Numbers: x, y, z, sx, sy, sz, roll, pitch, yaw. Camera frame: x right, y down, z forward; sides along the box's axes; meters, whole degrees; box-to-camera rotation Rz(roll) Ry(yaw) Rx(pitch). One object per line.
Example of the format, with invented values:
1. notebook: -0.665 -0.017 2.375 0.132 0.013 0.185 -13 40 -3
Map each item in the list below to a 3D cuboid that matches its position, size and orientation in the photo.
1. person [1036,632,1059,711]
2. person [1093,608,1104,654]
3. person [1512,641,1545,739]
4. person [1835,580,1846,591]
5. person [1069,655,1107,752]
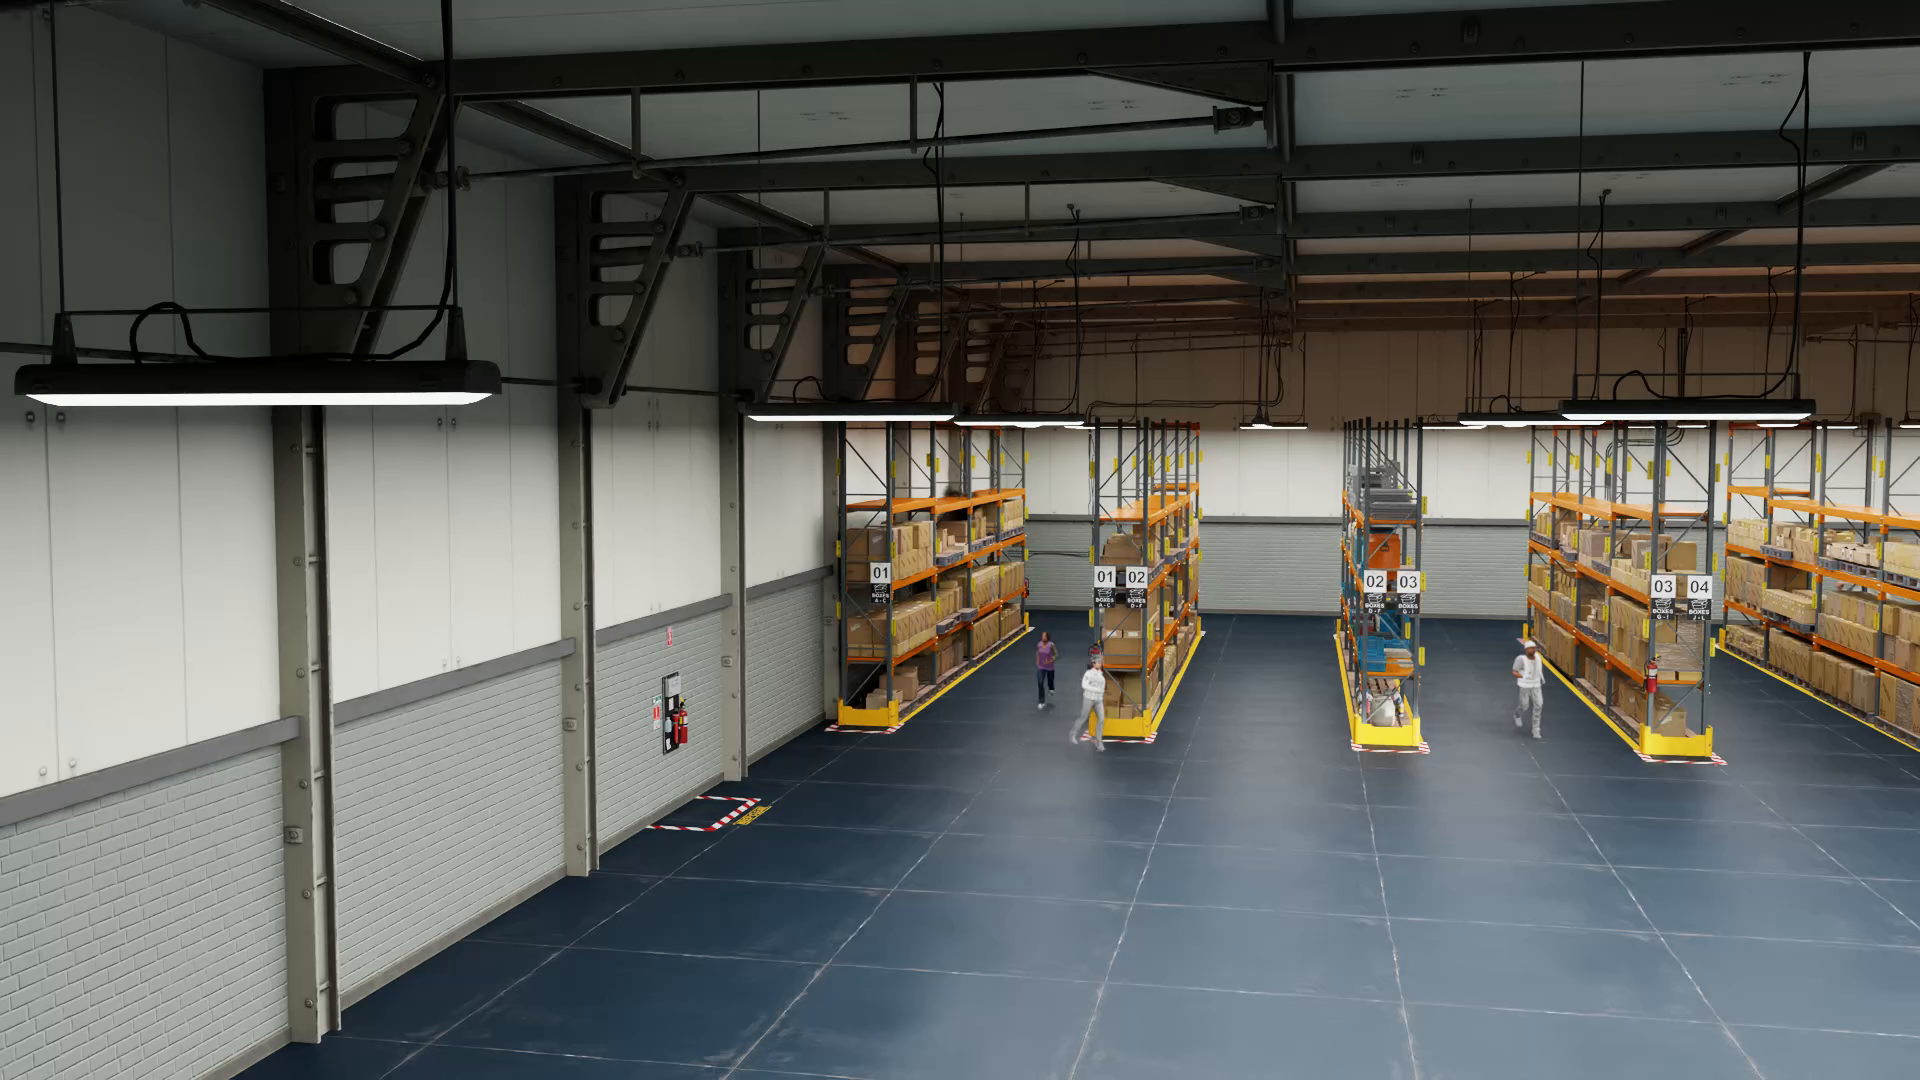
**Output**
1. person: 1.807 2.693 34.618 0.507 1.594 1.034 1 4 12
2. person: 3.572 2.202 42.331 0.531 1.557 0.539 0 4 6
3. person: 10.753 2.807 31.462 0.715 1.827 0.949 -1 4 -11
4. person: 23.723 1.939 44.901 0.728 1.733 0.689 1 4 17
5. person: 2.408 2.925 30.166 0.643 1.706 0.864 -3 5 -41
